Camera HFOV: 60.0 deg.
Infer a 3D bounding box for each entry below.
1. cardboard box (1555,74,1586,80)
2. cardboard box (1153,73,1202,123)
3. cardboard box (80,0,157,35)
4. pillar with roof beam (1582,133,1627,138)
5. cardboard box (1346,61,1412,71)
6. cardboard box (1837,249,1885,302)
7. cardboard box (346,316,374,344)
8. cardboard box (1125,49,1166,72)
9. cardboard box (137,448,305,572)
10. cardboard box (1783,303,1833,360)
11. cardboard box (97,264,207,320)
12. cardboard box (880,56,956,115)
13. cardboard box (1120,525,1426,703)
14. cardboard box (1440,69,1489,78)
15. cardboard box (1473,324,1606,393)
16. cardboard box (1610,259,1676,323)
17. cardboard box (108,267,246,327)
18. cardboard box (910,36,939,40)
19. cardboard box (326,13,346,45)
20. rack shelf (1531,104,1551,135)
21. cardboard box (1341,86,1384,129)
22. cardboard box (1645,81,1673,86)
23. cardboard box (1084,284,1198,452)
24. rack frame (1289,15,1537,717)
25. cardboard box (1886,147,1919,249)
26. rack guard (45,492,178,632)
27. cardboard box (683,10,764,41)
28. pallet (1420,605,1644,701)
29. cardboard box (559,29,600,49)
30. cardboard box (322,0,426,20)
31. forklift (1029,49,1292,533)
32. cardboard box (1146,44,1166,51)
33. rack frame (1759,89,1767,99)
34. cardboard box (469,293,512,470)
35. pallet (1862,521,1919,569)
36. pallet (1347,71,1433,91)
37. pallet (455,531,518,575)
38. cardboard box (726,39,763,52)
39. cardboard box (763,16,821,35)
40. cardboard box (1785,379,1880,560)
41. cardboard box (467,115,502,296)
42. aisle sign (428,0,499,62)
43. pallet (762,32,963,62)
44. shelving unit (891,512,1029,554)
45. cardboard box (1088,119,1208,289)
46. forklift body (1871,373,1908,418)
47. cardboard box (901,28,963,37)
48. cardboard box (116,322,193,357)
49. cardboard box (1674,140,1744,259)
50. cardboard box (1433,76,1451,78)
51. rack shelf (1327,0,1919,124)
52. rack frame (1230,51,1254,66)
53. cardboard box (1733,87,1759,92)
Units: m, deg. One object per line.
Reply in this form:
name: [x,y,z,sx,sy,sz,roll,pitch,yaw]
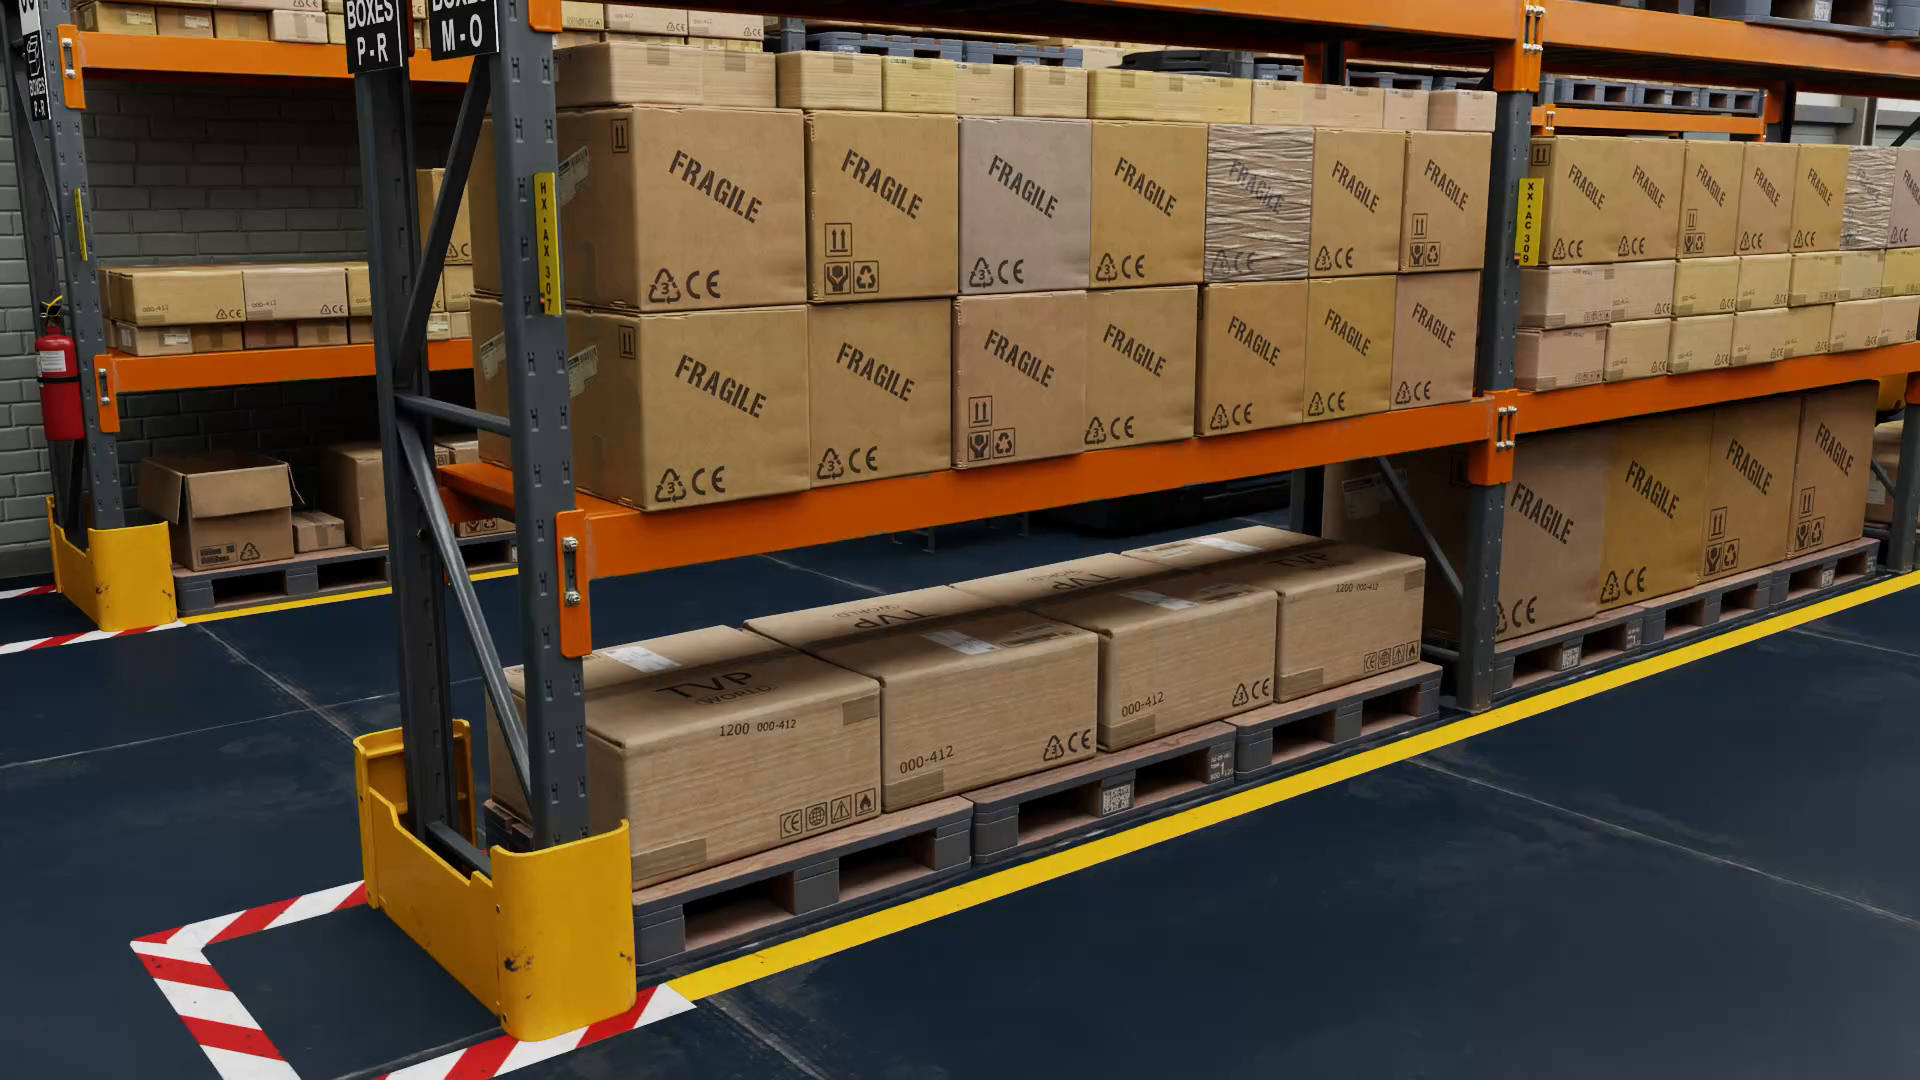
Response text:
cardboard box: [5.501,-4.288,15.234,0.250,0.149,0.380,-9,15,-36]
cardboard box: [0.556,-1.412,5.346,0.250,0.149,0.380,-9,15,-38]
cardboard box: [-4.015,-2.472,7.930,0.250,0.149,0.380,-9,15,-36]
pillar with roof beam: [9.667,-5.492,14.328,0.400,9.000,9.100,-9,15,-38]
cardboard box: [3.350,-4.119,13.590,0.500,0.500,0.500,-9,15,-36]
cardboard box: [4.324,-1.357,8.456,0.500,0.250,0.500,-10,16,-39]
cardboard box: [-3.188,-1.137,8.868,0.250,0.149,0.380,-9,15,-37]
cardboard box: [1.197,-3.384,11.985,0.500,0.250,0.500,-9,15,-37]
cardboard box: [-3.872,-0.172,8.716,0.637,0.503,0.797,-10,16,-40]
cardboard box: [3.916,-1.044,8.187,0.500,0.250,0.500,-10,15,-38]
cardboard box: [-4.216,-1.298,8.667,0.500,0.250,0.500,-9,15,-36]
cardboard box: [-0.226,-1.273,4.694,0.250,0.149,0.380,-10,16,-39]
cardboard box: [1.261,0.274,6.775,0.875,0.438,0.875,-10,15,-38]
cardboard box: [4.548,-4.225,14.547,0.500,0.311,0.500,-10,16,-39]
cardboard box: [2.327,-0.779,6.937,0.500,0.250,0.500,-10,15,-39]
cardboard box: [2.727,-1.093,7.211,0.500,0.250,0.500,-9,15,-37]
cardboard box: [-3.886,-1.211,8.255,0.500,0.250,0.500,-9,15,-37]
cardboard box: [-0.317,-3.436,11.218,0.250,0.149,0.380,-10,16,-39]
cardboard box: [-3.157,-2.591,8.494,0.250,0.149,0.380,-9,15,-38]
rack shelf: [3.399,-3.537,14.073,4.000,0.370,1.077,-9,15,-38]
cardboard box: [1.302,-1.554,6.018,0.250,0.149,0.380,-9,15,-38]
cardboard box: [6.548,-4.689,16.265,0.637,0.503,0.797,-9,15,-36]
cardboard box: [0.416,-0.585,5.420,0.500,0.500,0.500,-9,15,-36]
rack frame: [1.818,-0.838,6.854,0.127,3.000,1.000,-9,15,-38]
cardboard box: [4.701,-1.786,8.668,0.500,0.500,0.500,-10,16,-39]
rack guard: [-4.350,0.089,8.505,0.348,0.500,1.175,-9,15,-38]
cardboard box: [-1.506,-3.079,9.830,0.500,0.250,0.500,-9,15,-37]
pallet: [2.374,0.414,7.673,1.213,0.211,1.003,-9,15,-38]
cardboard box: [-2.212,-2.767,9.320,0.250,0.149,0.380,-9,15,-36]
cardboard box: [-3.100,-2.810,8.564,0.500,0.250,0.500,-10,16,-39]
forklift: [1.681,-1.710,11.126,3.031,2.935,1.130,-10,16,-40]
cardboard box: [1.276,-3.605,12.065,0.250,0.149,0.380,-9,15,-36]
rack frame: [8.085,-6.134,17.353,0.127,3.000,1.000,-9,15,-38]
cardboard box: [-1.094,-0.473,4.896,0.500,0.500,0.500,-9,15,-37]
pallet: [5.553,-0.094,10.064,1.213,0.211,1.003,-9,15,-38]
pallet: [3.183,-3.785,13.964,1.213,0.211,1.003,-9,15,-35]
pallet: [-2.776,-0.030,9.764,1.213,0.211,1.003,-9,15,-38]
cardboard box: [-1.382,-2.892,9.912,0.250,0.149,0.380,-10,15,-38]
cardboard box: [-1.092,-3.292,10.542,0.250,0.149,0.380,-9,15,-38]
cardboard box: [4.350,-0.447,9.117,0.875,0.875,0.875,-10,15,-38]
cardboard box: [-1.078,-0.958,4.772,0.500,0.500,0.500,-9,15,-36]
aisle sign: [-1.180,-1.534,3.874,0.004,0.787,0.394,-9,15,-38]
pallet: [-0.733,-3.091,10.696,1.003,0.211,1.213,-9,15,-38]
shelving unit: [0.005,-0.735,9.977,0.755,1.500,0.431,-9,15,-38]
cardboard box: [0.433,-1.074,5.318,0.500,0.500,0.500,-9,15,-37]
forklift body: [7.744,-2.243,15.512,1.214,2.155,2.313,-9,15,-38]
cardboard box: [-0.193,-3.311,10.633,0.250,0.149,0.380,-9,15,-37]
cardboard box: [-3.981,-0.999,8.216,0.250,0.149,0.380,-10,15,-38]
cardboard box: [3.114,-1.522,7.426,0.500,0.500,0.500,-10,16,-39]
cardboard box: [4.176,-4.201,14.824,0.250,0.149,0.380,-9,15,-38]
rack shelf: [3.380,-2.213,7.839,4.000,0.370,1.077,-9,15,-38]
rack frame: [1.838,-5.096,12.464,0.127,3.000,1.000,-9,15,-38]
cardboard box: [7.891,-4.873,17.143,0.500,0.500,0.500,-9,15,-36]
